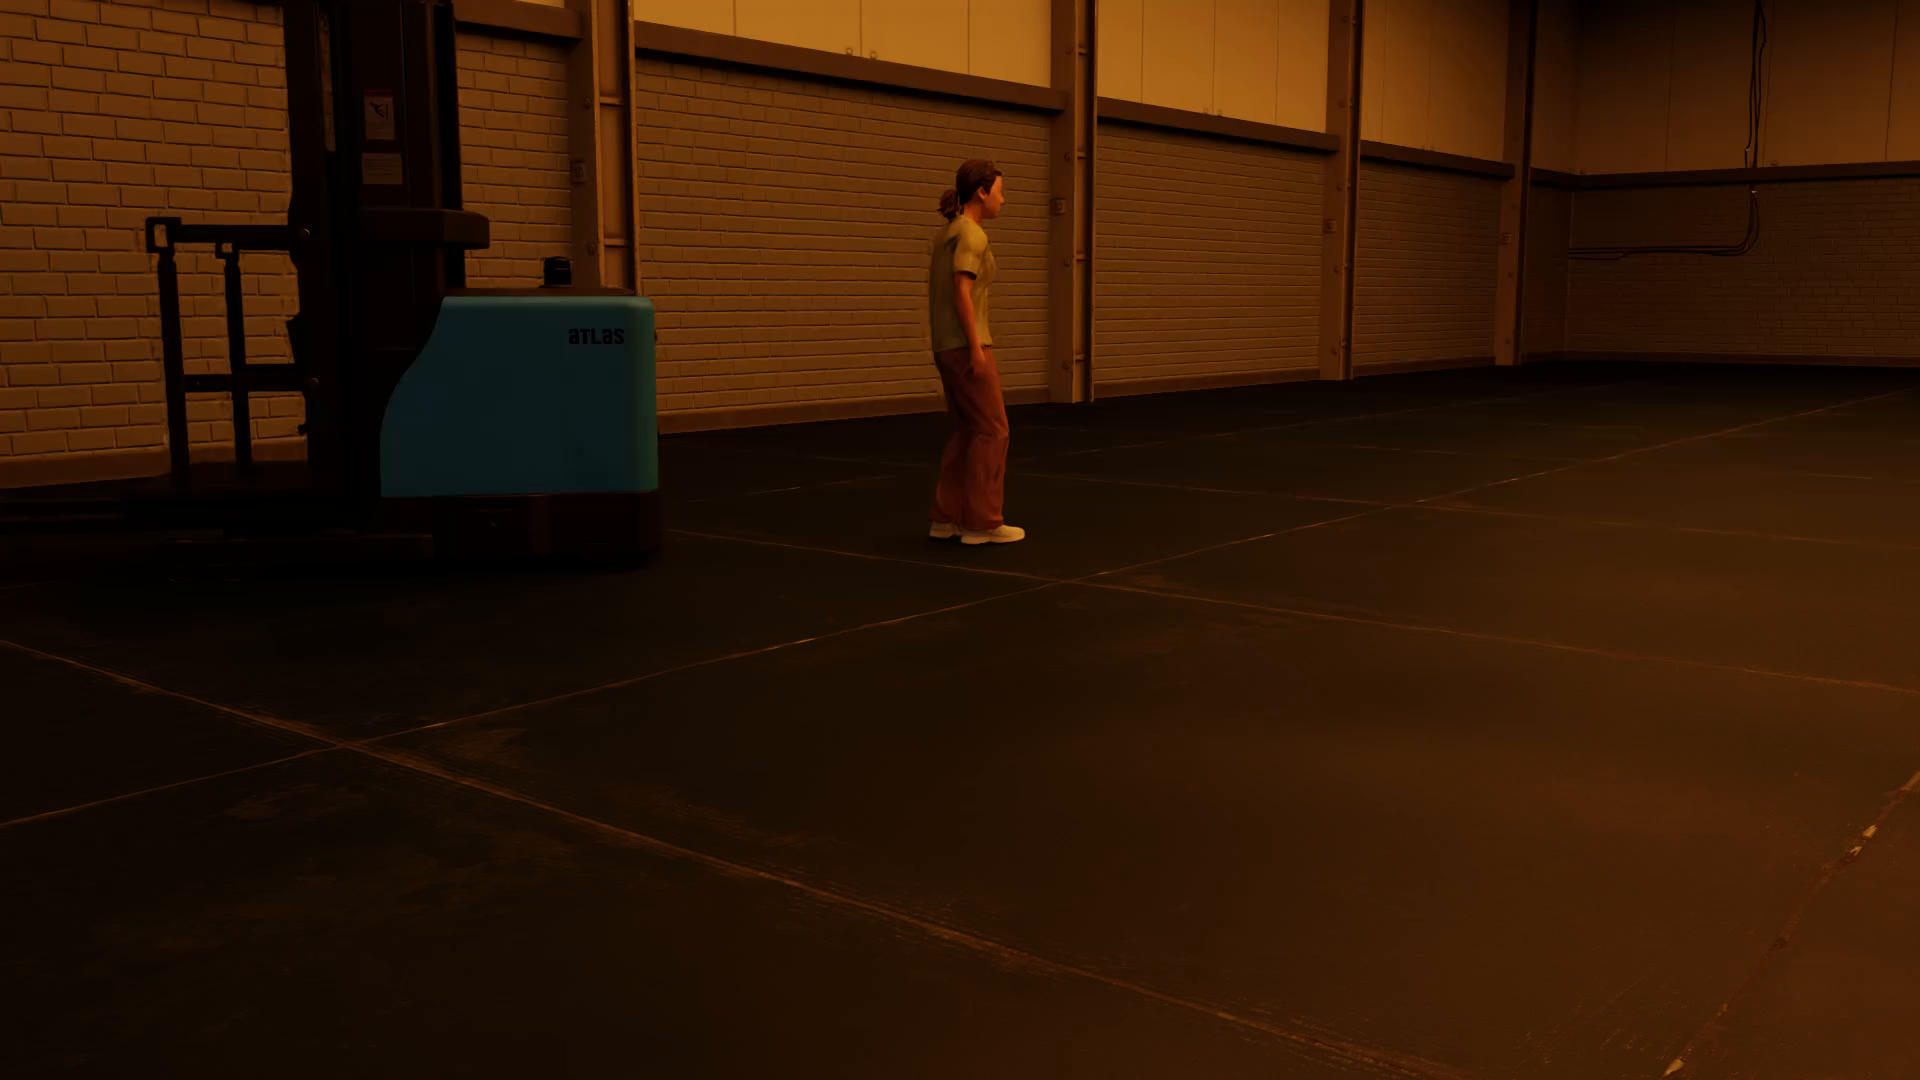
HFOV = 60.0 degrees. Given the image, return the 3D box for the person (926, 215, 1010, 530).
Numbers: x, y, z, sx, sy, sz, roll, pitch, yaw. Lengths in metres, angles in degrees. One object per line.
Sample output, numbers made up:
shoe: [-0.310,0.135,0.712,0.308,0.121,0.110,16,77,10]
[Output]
person: [0.022,-0.734,7.319,0.334,1.371,0.494,-1,8,-9]

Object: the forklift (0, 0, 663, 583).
forklift: [-2.764,-1.370,6.643,3.031,2.935,1.130,-2,8,-10]
